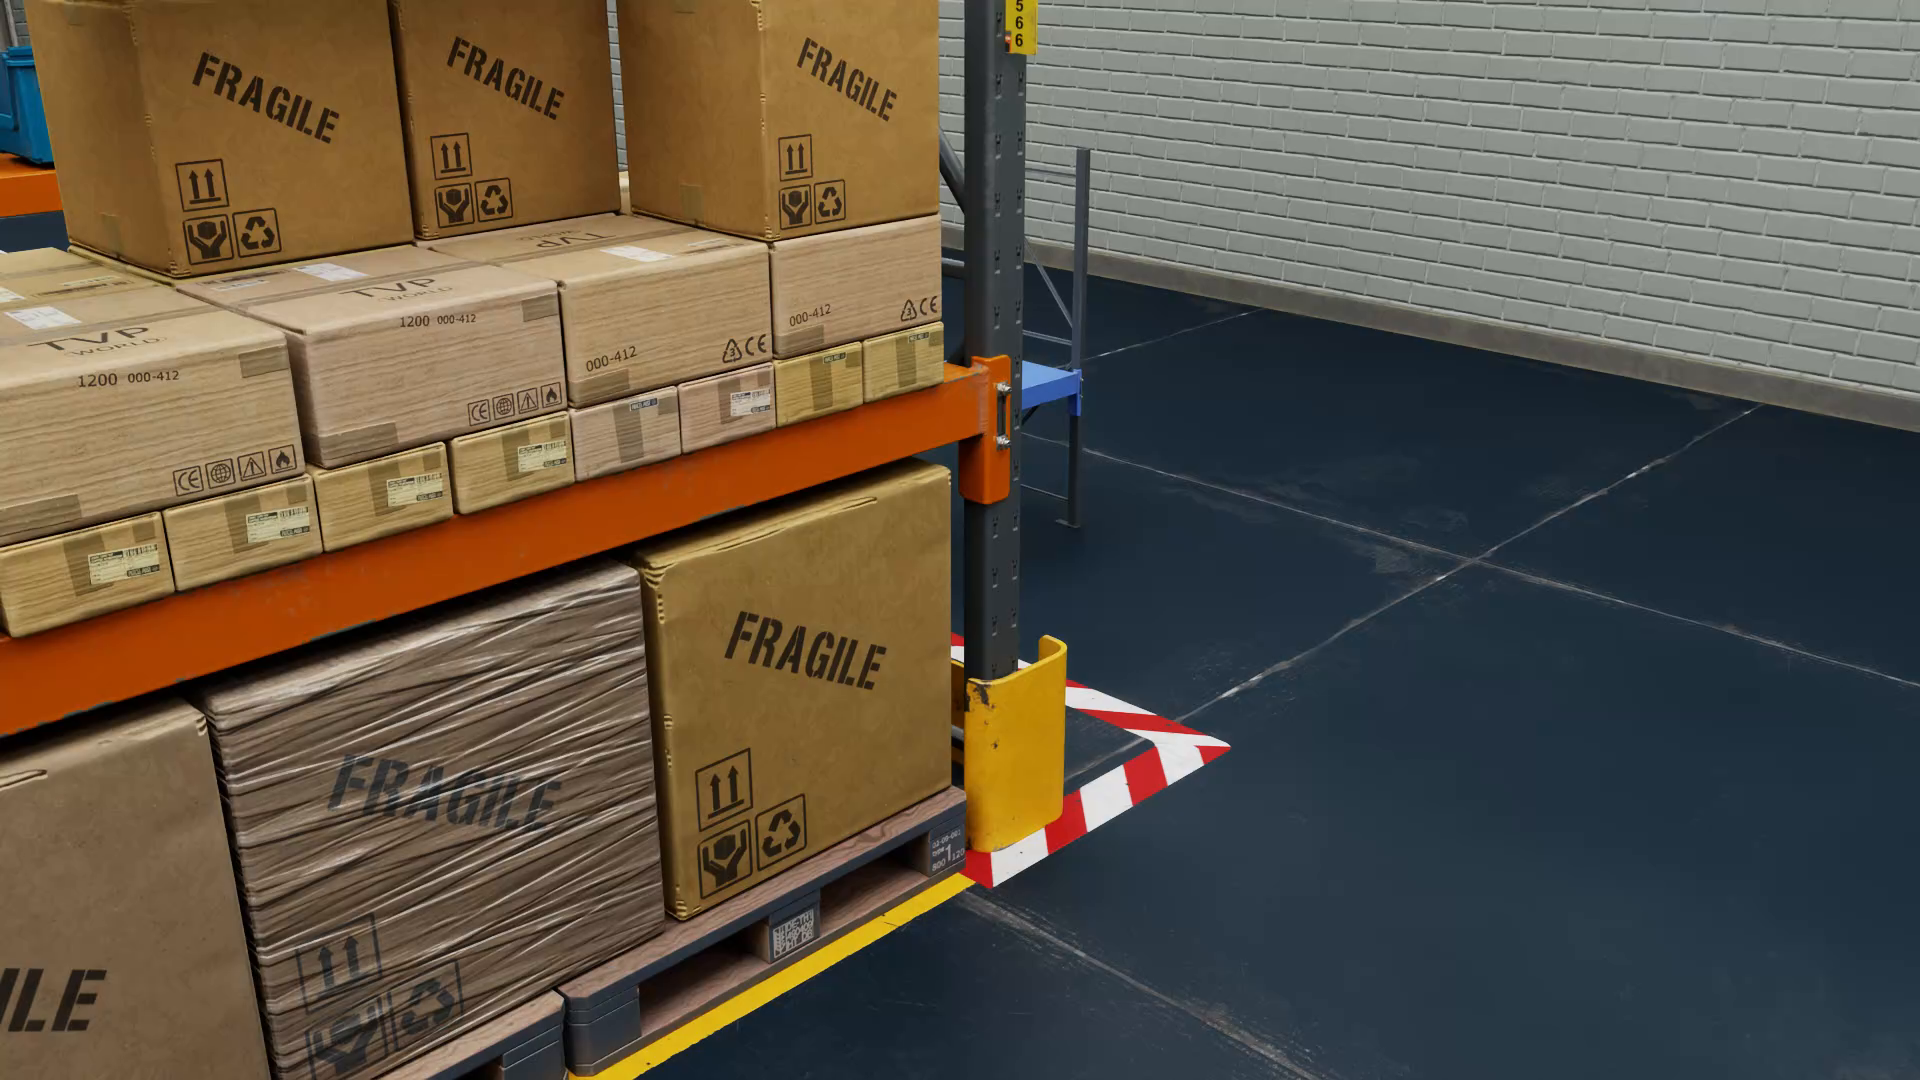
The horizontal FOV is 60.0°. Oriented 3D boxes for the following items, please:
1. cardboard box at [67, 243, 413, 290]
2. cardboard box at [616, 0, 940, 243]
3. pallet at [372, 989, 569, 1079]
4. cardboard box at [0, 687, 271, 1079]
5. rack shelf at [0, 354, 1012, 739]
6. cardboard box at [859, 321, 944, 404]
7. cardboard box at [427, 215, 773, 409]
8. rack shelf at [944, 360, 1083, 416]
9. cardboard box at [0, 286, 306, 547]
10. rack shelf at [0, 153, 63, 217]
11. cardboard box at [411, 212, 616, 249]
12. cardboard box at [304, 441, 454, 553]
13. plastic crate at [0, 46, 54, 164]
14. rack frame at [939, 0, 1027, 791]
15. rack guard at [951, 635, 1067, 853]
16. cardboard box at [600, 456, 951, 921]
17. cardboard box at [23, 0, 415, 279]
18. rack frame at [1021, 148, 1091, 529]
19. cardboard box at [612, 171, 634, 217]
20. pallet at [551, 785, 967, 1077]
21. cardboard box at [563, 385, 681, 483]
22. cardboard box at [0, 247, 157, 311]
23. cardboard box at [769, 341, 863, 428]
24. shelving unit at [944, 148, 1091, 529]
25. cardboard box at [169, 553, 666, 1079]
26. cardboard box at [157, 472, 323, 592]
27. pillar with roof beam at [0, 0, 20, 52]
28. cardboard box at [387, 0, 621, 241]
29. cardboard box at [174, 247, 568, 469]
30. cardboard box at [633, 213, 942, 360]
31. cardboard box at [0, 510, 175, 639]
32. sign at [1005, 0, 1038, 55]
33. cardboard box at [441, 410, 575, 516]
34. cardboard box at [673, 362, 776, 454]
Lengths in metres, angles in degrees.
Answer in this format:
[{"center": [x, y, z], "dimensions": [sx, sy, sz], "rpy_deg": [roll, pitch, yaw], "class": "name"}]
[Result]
[{"center": [-1.483, -0.494, 3.472], "dimensions": [0.500, 0.250, 0.500], "rpy_deg": [18, 27, 39], "class": "cardboard box"}, {"center": [-0.395, -0.972, 3.672], "dimensions": [0.500, 0.500, 0.500], "rpy_deg": [20, 29, 41], "class": "cardboard box"}, {"center": [-1.596, 1.095, 3.432], "dimensions": [1.003, 0.211, 1.213], "rpy_deg": [19, 28, 41], "class": "pallet"}, {"center": [-1.888, 0.699, 2.952], "dimensions": [0.875, 0.875, 0.875], "rpy_deg": [19, 28, 41], "class": "cardboard box"}, {"center": [-1.638, 0.106, 3.121], "dimensions": [1.077, 0.370, 4.000], "rpy_deg": [19, 28, 41], "class": "rack shelf"}, {"center": [-0.256, -0.453, 3.922], "dimensions": [0.250, 0.149, 0.380], "rpy_deg": [-20, 28, -41], "class": "cardboard box"}, {"center": [-0.746, -0.492, 3.467], "dimensions": [0.500, 0.250, 0.500], "rpy_deg": [19, 28, 40], "class": "cardboard box"}, {"center": [-0.059, -0.510, 6.313], "dimensions": [0.538, 0.185, 1.000], "rpy_deg": [19, 28, 41], "class": "rack shelf"}, {"center": [-1.461, -0.226, 2.776], "dimensions": [0.500, 0.250, 0.500], "rpy_deg": [19, 28, 41], "class": "cardboard box"}, {"center": [-5.187, -1.134, 6.346], "dimensions": [1.077, 0.370, 4.000], "rpy_deg": [19, 28, 41], "class": "rack shelf"}, {"center": [-1.129, -0.622, 3.806], "dimensions": [0.500, 0.250, 0.500], "rpy_deg": [19, 28, 40], "class": "cardboard box"}, {"center": [-1.148, -0.123, 3.064], "dimensions": [0.380, 0.149, 0.250], "rpy_deg": [19, 28, 41], "class": "cardboard box"}, {"center": [-3.892, -1.895, 7.192], "dimensions": [0.616, 0.435, 0.499], "rpy_deg": [19, 28, 41], "class": "plastic crate"}, {"center": [-0.243, -0.744, 4.330], "dimensions": [1.000, 3.000, 0.127], "rpy_deg": [19, 28, 41], "class": "rack frame"}, {"center": [-0.227, 0.417, 4.794], "dimensions": [1.175, 0.500, 0.348], "rpy_deg": [19, 28, 41], "class": "rack guard"}, {"center": [-0.632, 0.236, 4.155], "dimensions": [0.875, 0.875, 0.875], "rpy_deg": [19, 28, 41], "class": "cardboard box"}, {"center": [-1.477, -0.844, 3.339], "dimensions": [0.500, 0.500, 0.500], "rpy_deg": [18, 28, 39], "class": "cardboard box"}, {"center": [0.295, -0.809, 6.588], "dimensions": [0.500, 1.500, 0.032], "rpy_deg": [19, 28, 41], "class": "rack frame"}, {"center": [-0.772, -0.757, 4.158], "dimensions": [0.500, 0.250, 0.500], "rpy_deg": [18, 28, 39], "class": "cardboard box"}, {"center": [-0.745, 0.783, 4.244], "dimensions": [1.003, 0.211, 1.213], "rpy_deg": [19, 28, 41], "class": "pallet"}, {"center": [-0.787, -0.257, 3.413], "dimensions": [0.250, 0.149, 0.380], "rpy_deg": [-20, 28, -41], "class": "cardboard box"}, {"center": [-1.843, -0.358, 3.120], "dimensions": [0.500, 0.250, 0.500], "rpy_deg": [19, 28, 40], "class": "cardboard box"}, {"center": [-0.436, -0.386, 3.747], "dimensions": [0.380, 0.149, 0.250], "rpy_deg": [20, 28, 41], "class": "cardboard box"}, {"center": [-0.059, -0.678, 6.248], "dimensions": [0.538, 1.500, 1.048], "rpy_deg": [19, 28, 41], "class": "shelving unit"}, {"center": [-1.267, 0.470, 3.547], "dimensions": [0.875, 0.875, 0.875], "rpy_deg": [19, 28, 41], "class": "cardboard box"}, {"center": [-1.322, -0.060, 2.900], "dimensions": [0.250, 0.149, 0.380], "rpy_deg": [-19, 28, -41], "class": "cardboard box"}, {"center": [-6.542, -7.097, 12.495], "dimensions": [9.100, 9.000, 0.400], "rpy_deg": [19, 28, 41], "class": "pillar with roof beam"}, {"center": [-1.120, -0.979, 3.689], "dimensions": [0.500, 0.500, 0.500], "rpy_deg": [18, 28, 39], "class": "cardboard box"}, {"center": [-1.100, -0.361, 3.127], "dimensions": [0.500, 0.250, 0.500], "rpy_deg": [18, 27, 39], "class": "cardboard box"}, {"center": [-0.391, -0.622, 3.806], "dimensions": [0.500, 0.250, 0.500], "rpy_deg": [19, 28, 40], "class": "cardboard box"}, {"center": [-1.503, 0.007, 2.724], "dimensions": [0.380, 0.149, 0.250], "rpy_deg": [18, 28, 39], "class": "cardboard box"}, {"center": [0.136, -1.256, 3.717], "dimensions": [0.100, 0.325, 0.005], "rpy_deg": [19, 28, 41], "class": "sign"}, {"center": [-0.967, -0.190, 3.238], "dimensions": [0.380, 0.149, 0.250], "rpy_deg": [18, 28, 39], "class": "cardboard box"}, {"center": [-0.613, -0.321, 3.579], "dimensions": [0.380, 0.149, 0.250], "rpy_deg": [19, 28, 41], "class": "cardboard box"}]
